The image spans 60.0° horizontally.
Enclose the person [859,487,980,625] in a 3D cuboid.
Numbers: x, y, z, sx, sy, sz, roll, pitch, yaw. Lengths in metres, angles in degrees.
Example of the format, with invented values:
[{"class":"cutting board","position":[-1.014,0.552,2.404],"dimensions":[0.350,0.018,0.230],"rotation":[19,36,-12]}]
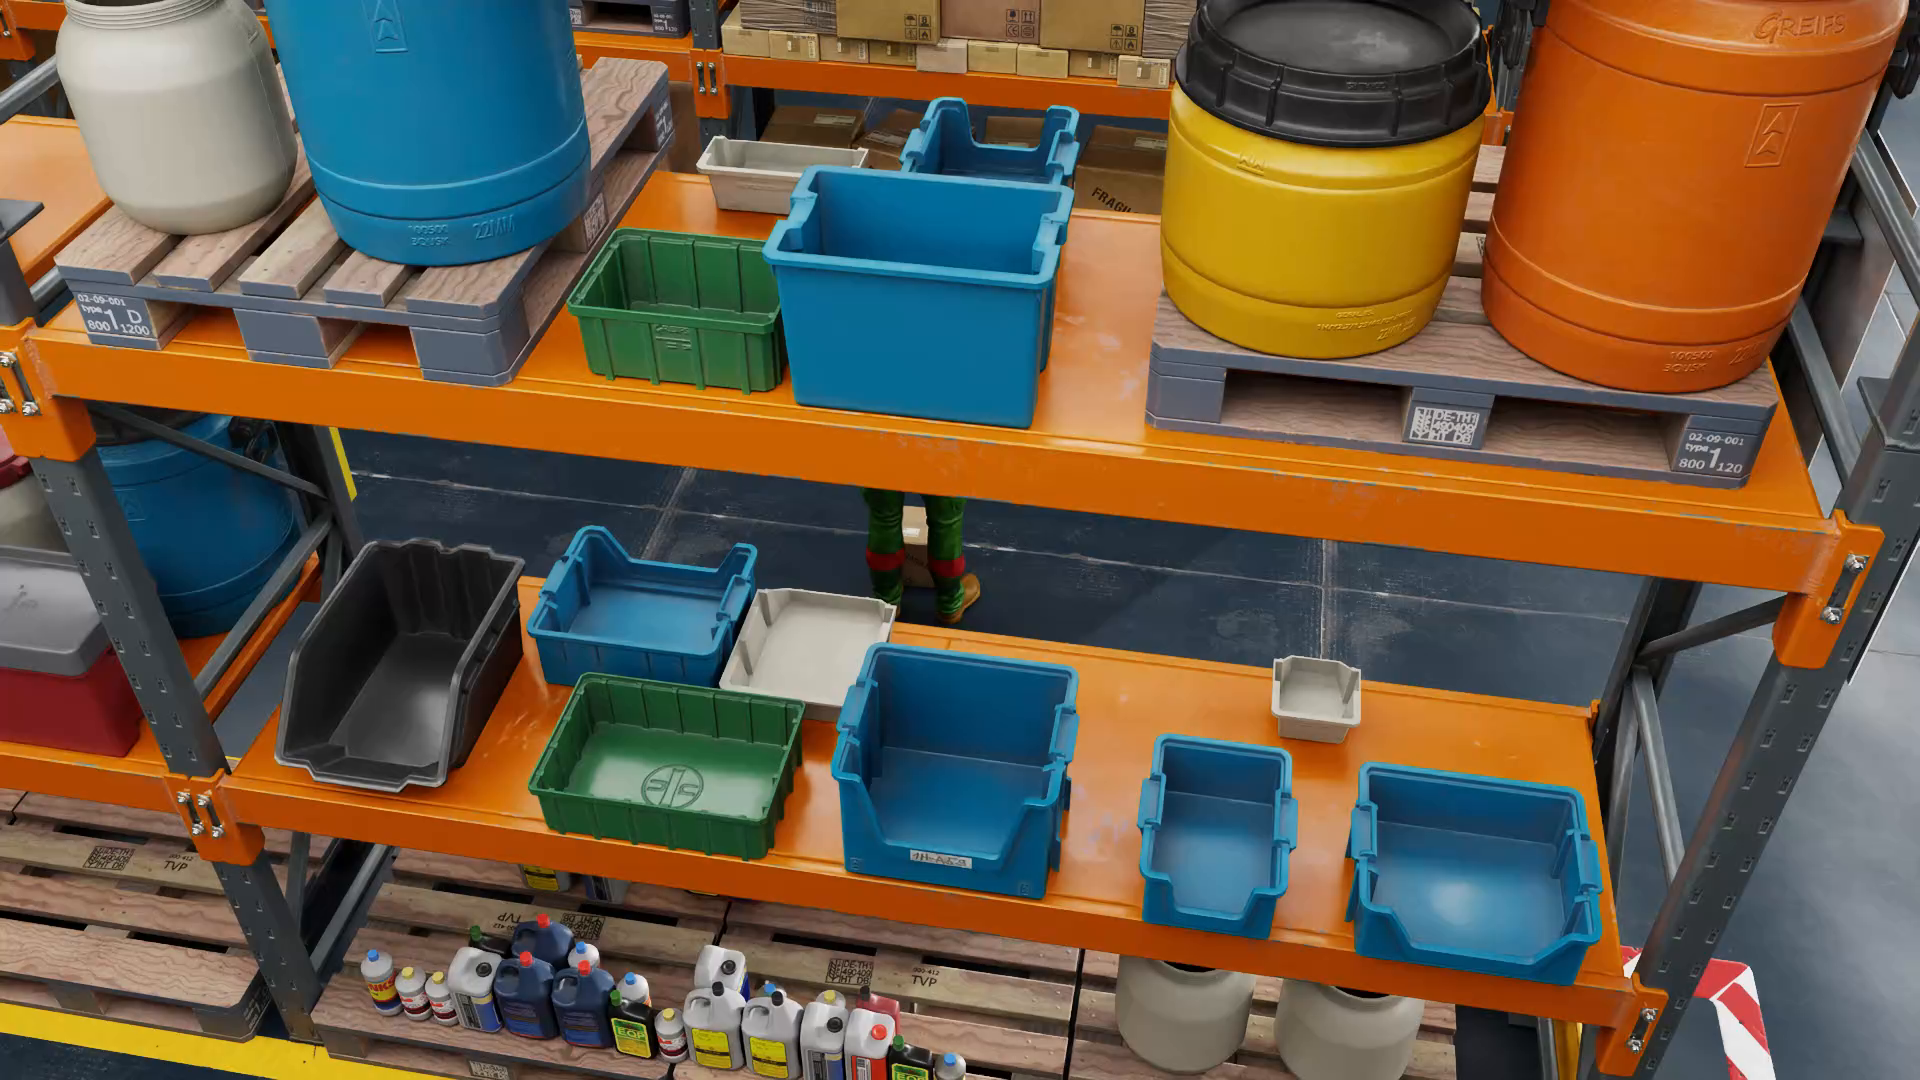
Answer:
[{"class":"person","position":[-0.194,-0.406,6.626],"dimensions":[0.609,1.780,0.448],"rotation":[7,41,8]}]
